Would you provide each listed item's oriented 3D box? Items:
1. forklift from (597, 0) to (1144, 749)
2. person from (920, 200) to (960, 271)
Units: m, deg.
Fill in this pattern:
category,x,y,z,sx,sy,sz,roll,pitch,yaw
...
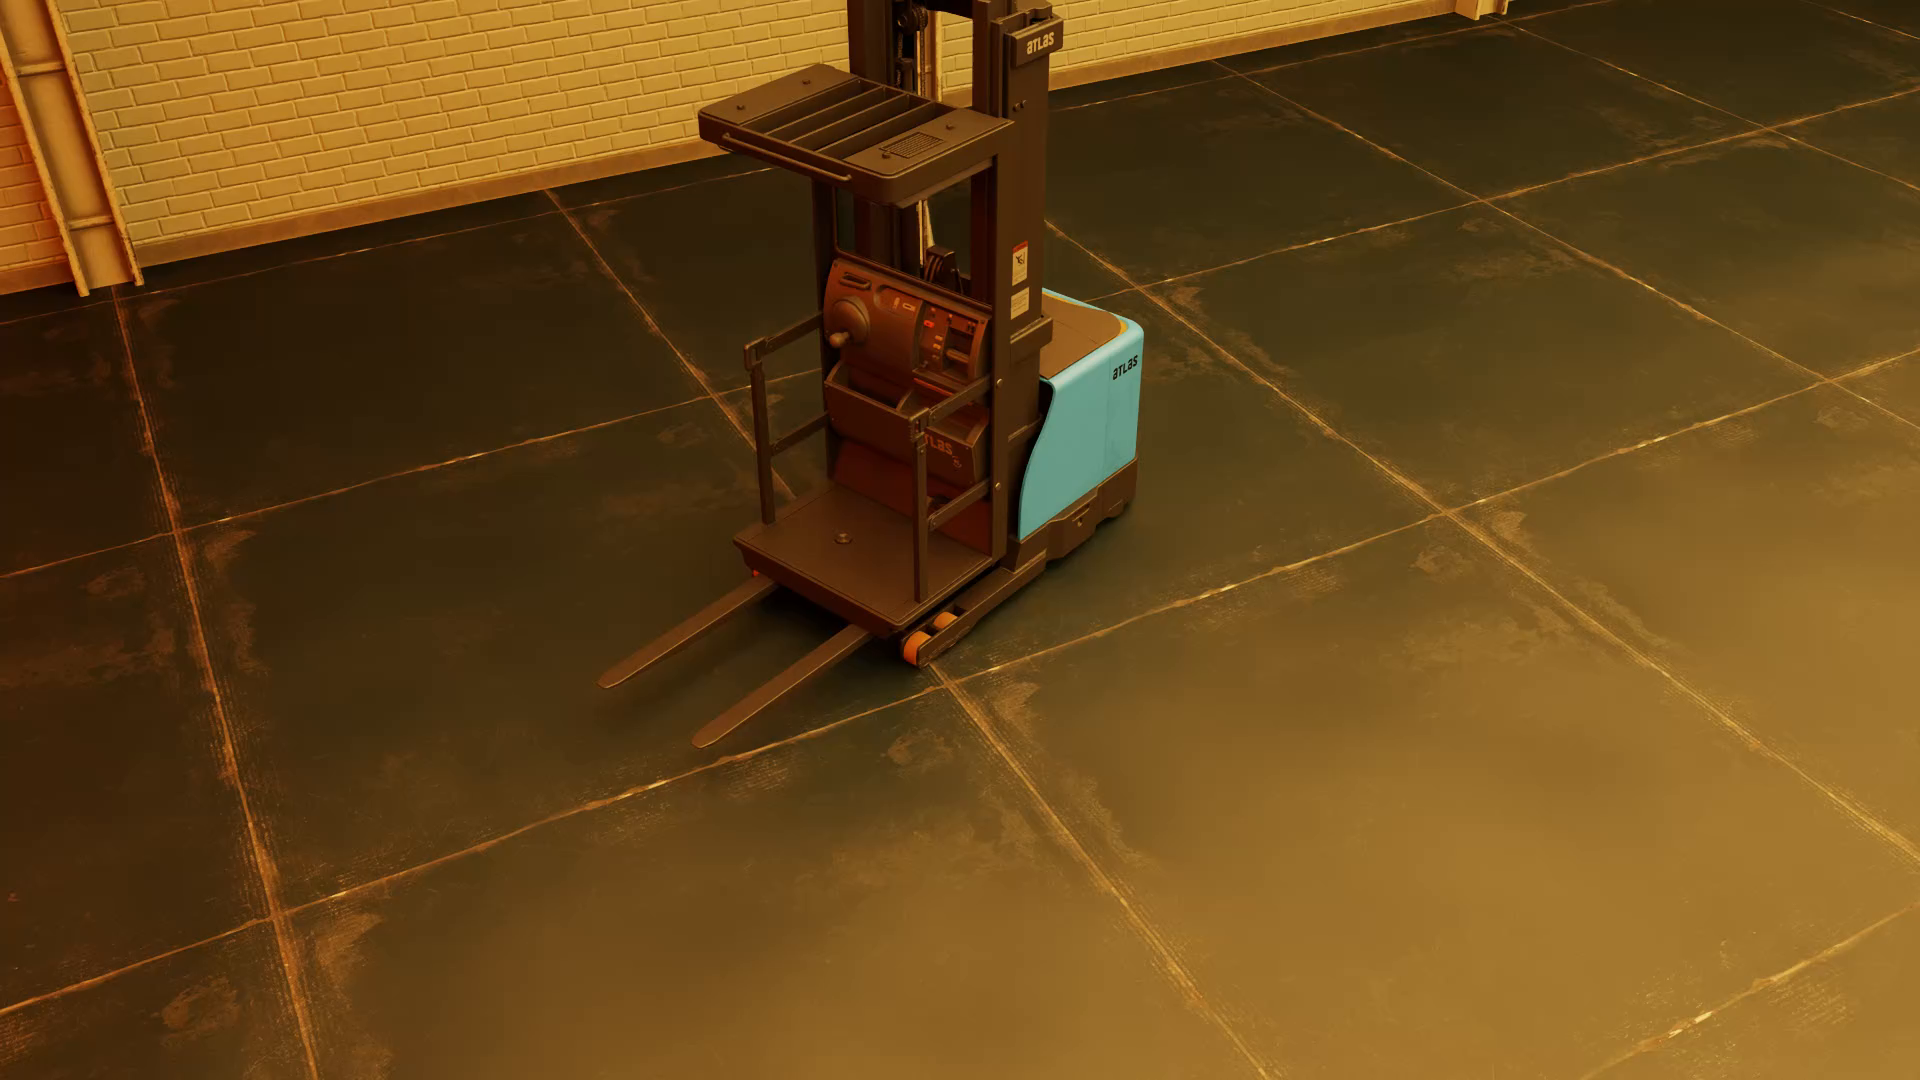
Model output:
category,x,y,z,sx,sy,sz,roll,pitch,yaw
forklift,-0.390,-0.927,7.434,1.130,2.935,3.031,26,43,31
person,-0.325,-2.523,10.767,0.550,1.675,0.549,-10,36,-14
